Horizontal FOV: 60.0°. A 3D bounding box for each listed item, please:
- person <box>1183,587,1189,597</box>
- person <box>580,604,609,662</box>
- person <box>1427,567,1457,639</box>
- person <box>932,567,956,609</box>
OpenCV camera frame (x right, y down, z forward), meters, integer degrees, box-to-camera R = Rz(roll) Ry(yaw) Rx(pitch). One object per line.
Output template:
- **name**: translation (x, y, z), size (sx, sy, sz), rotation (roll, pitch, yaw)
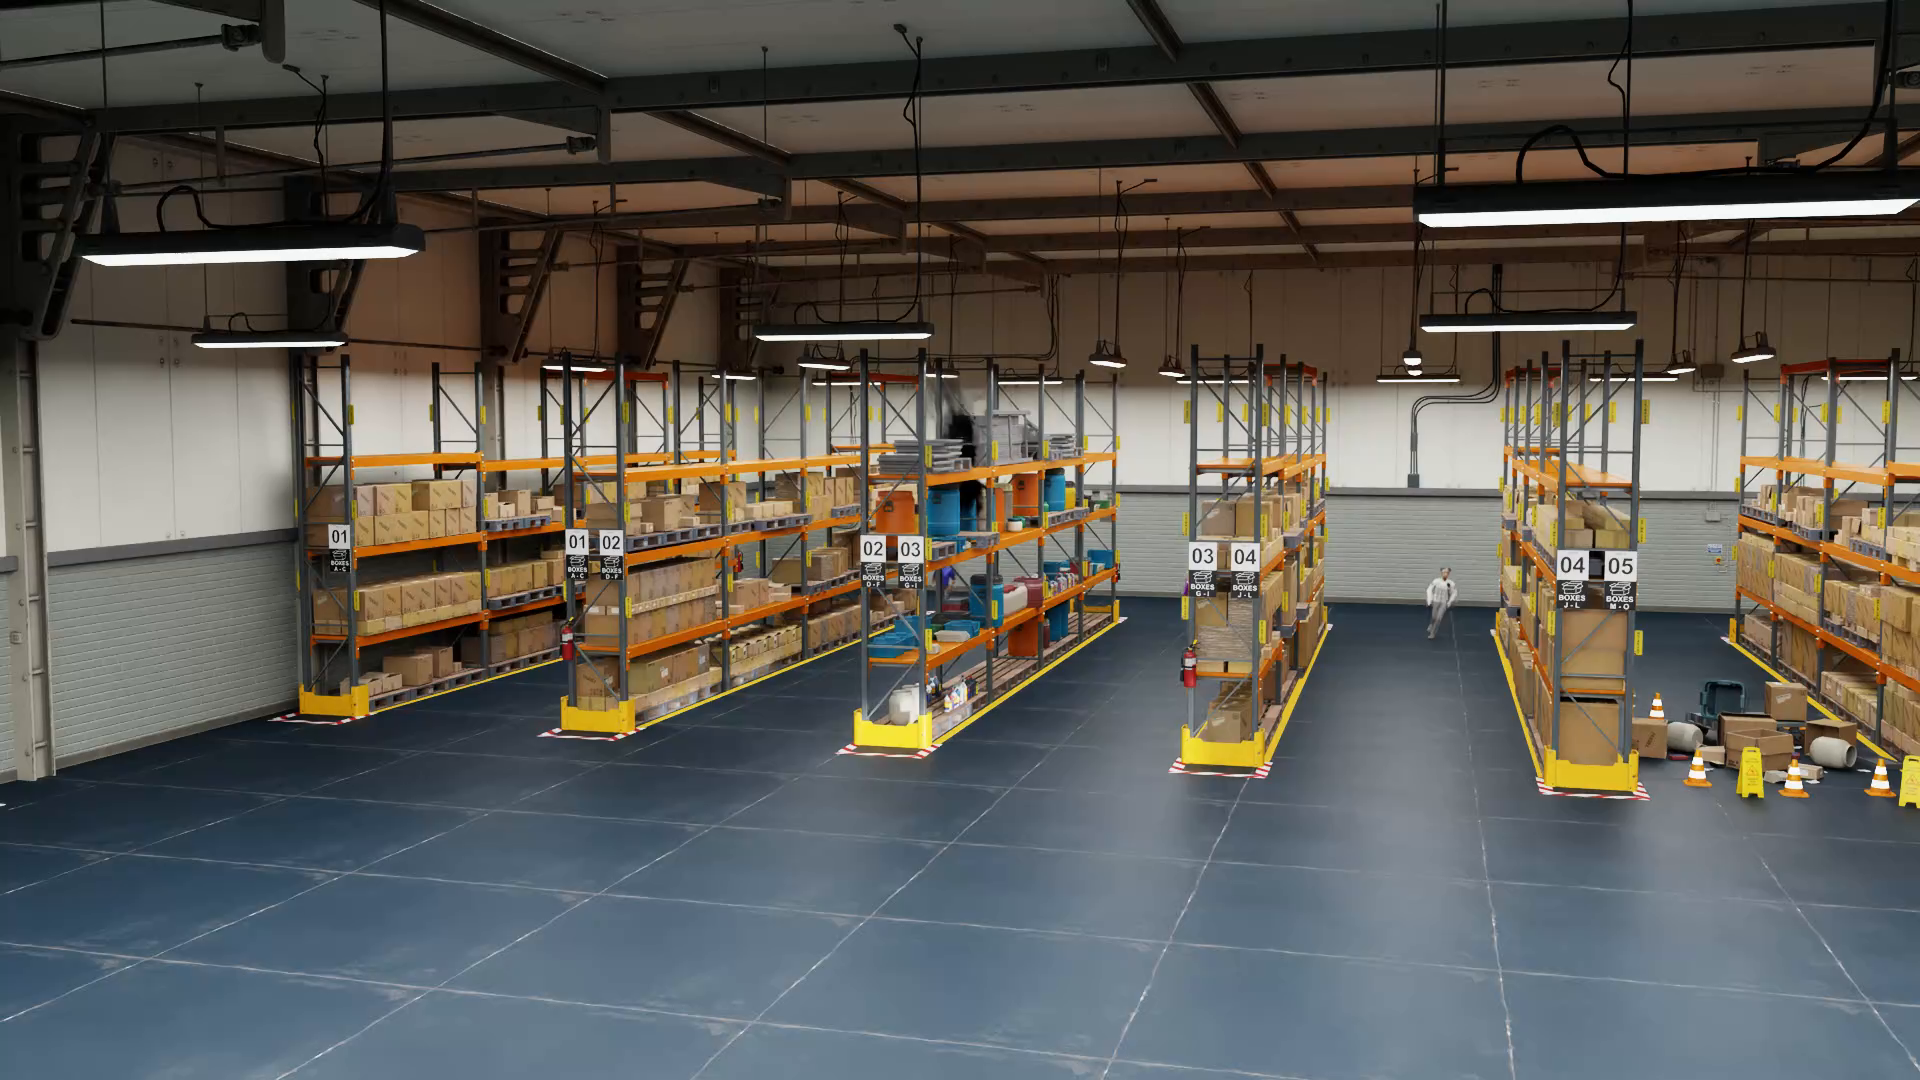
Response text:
- **person**: translation (5.009, 1.549, 34.833), size (0.686, 1.703, 0.752), rotation (1, 4, 16)
- **person**: translation (-6.966, 1.794, 31.746), size (0.665, 1.688, 0.578), rotation (1, 4, 9)
- **person**: translation (10.798, 1.402, 37.240), size (0.645, 1.616, 0.512), rotation (1, 4, 17)
- **person**: translation (-0.390, 1.219, 39.743), size (0.563, 1.609, 0.569), rotation (1, 4, 10)
